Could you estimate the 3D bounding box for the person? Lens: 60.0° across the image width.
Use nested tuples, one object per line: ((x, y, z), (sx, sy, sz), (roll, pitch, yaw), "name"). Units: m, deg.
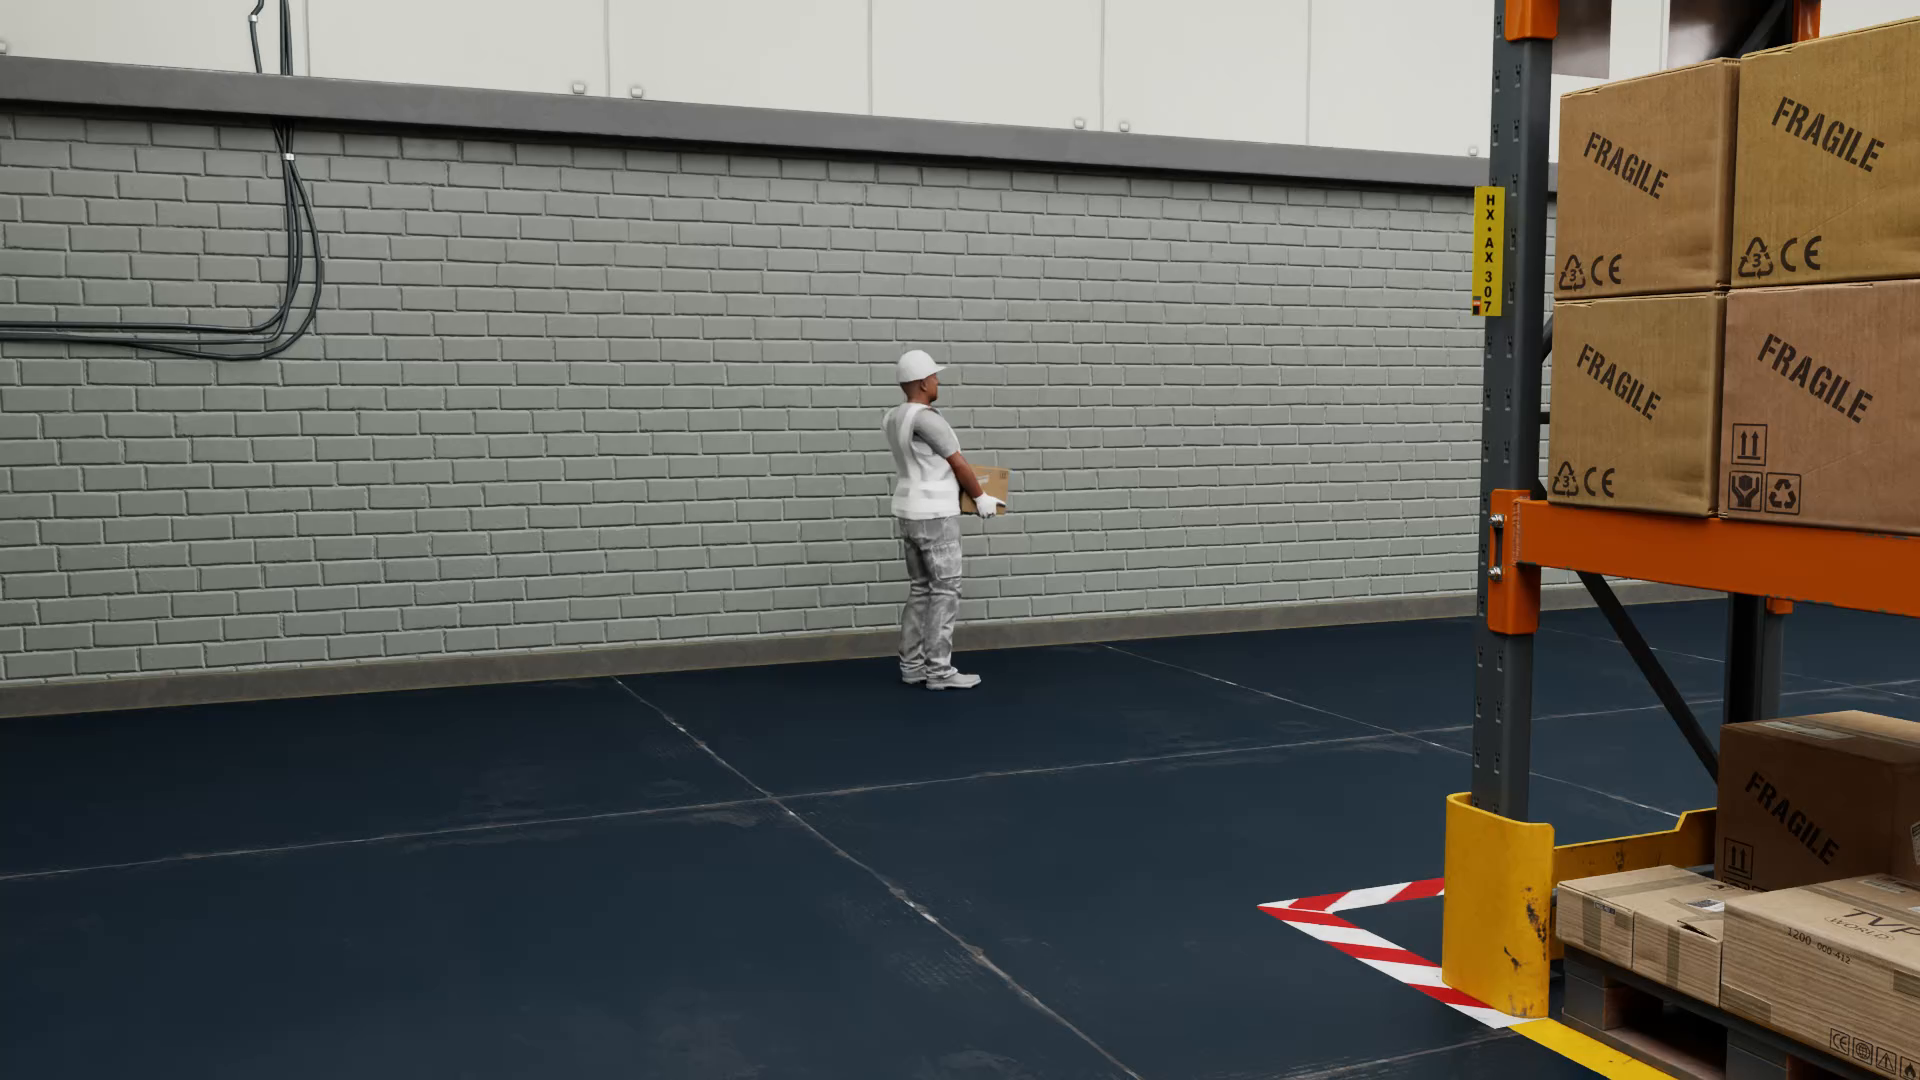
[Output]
((-0.080, -0.113, 8.839), (0.583, 1.778, 0.488), (-2, 6, -23), "person")
